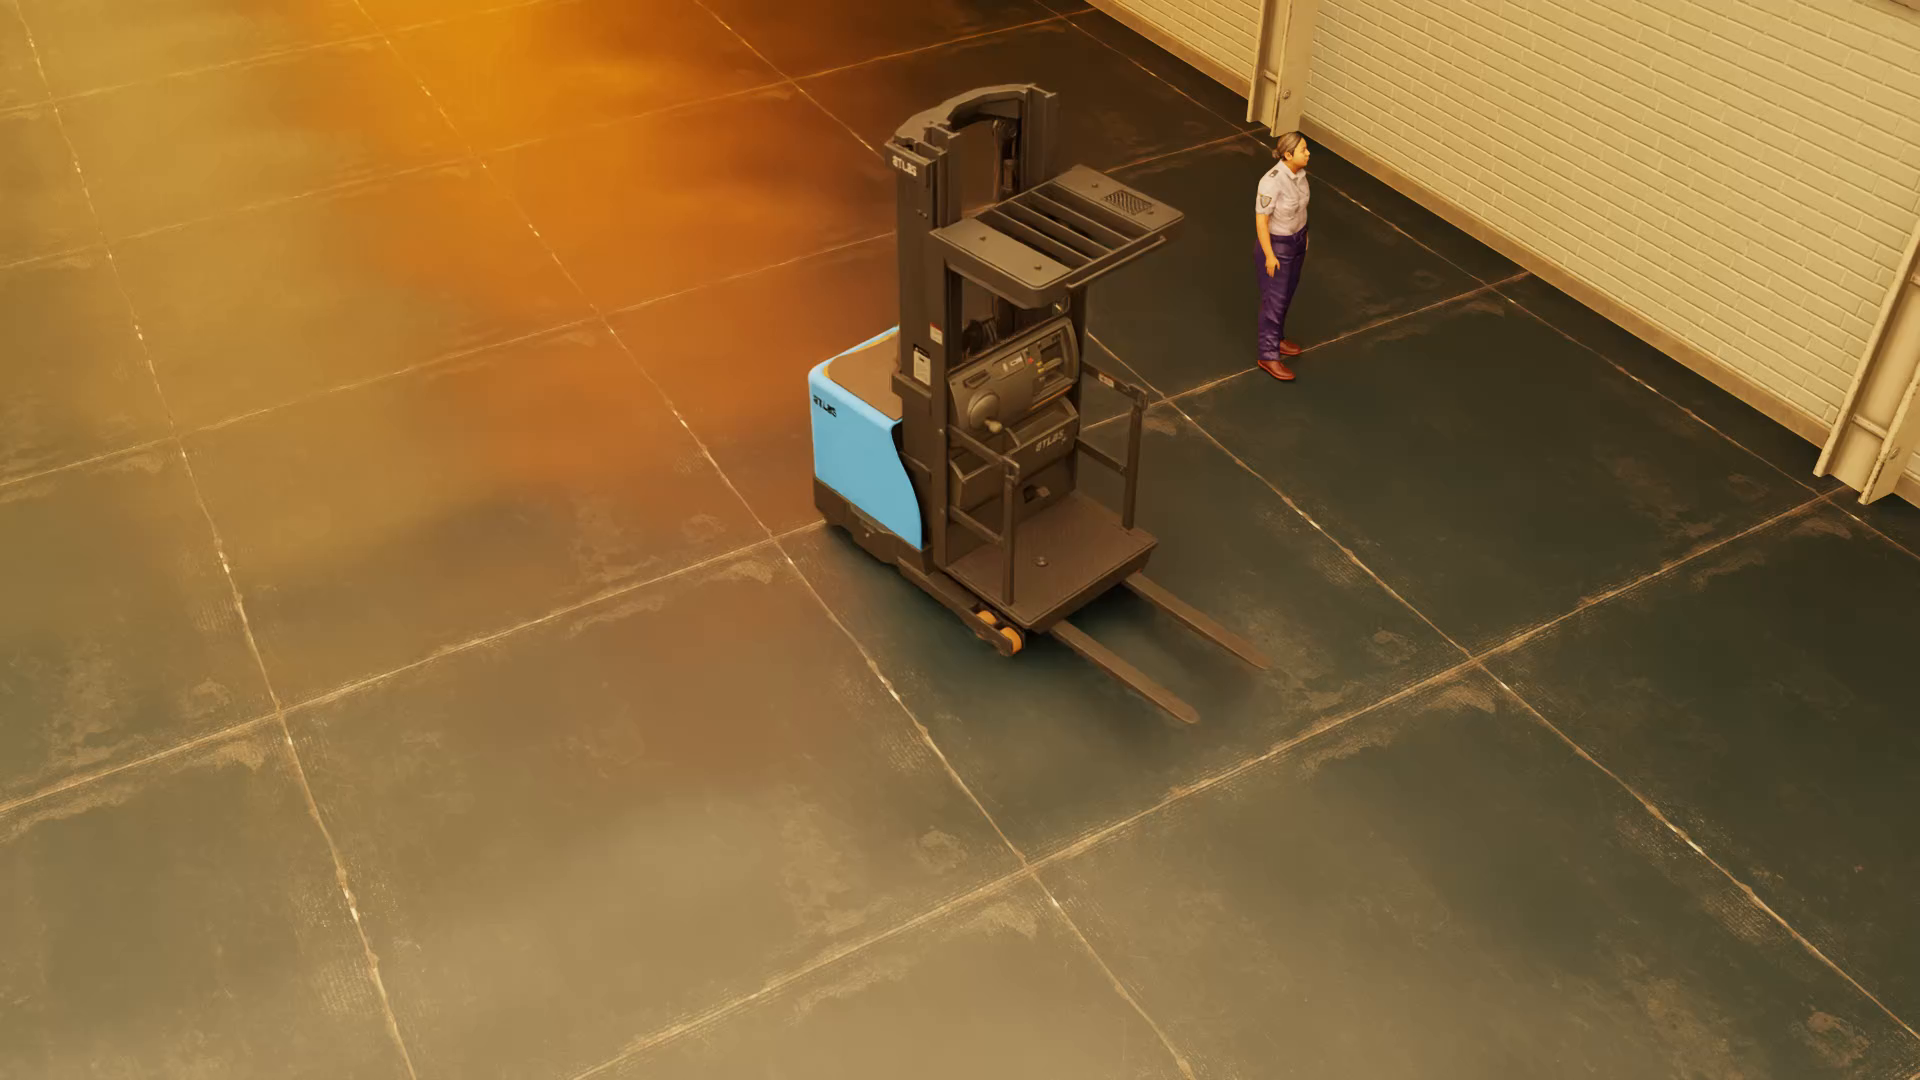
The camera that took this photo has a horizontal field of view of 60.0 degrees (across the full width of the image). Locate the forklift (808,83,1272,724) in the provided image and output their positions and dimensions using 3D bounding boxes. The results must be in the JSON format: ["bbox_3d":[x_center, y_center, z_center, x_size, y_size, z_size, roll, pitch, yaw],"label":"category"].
[{"bbox_3d":[0.449,-0.835,9.043,1.130,2.935,3.031,-31,49,-32],"label":"forklift"}]

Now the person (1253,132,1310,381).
[{"bbox_3d":[2.280,-1.974,11.411,0.504,1.650,0.596,25,46,27],"label":"person"}]
